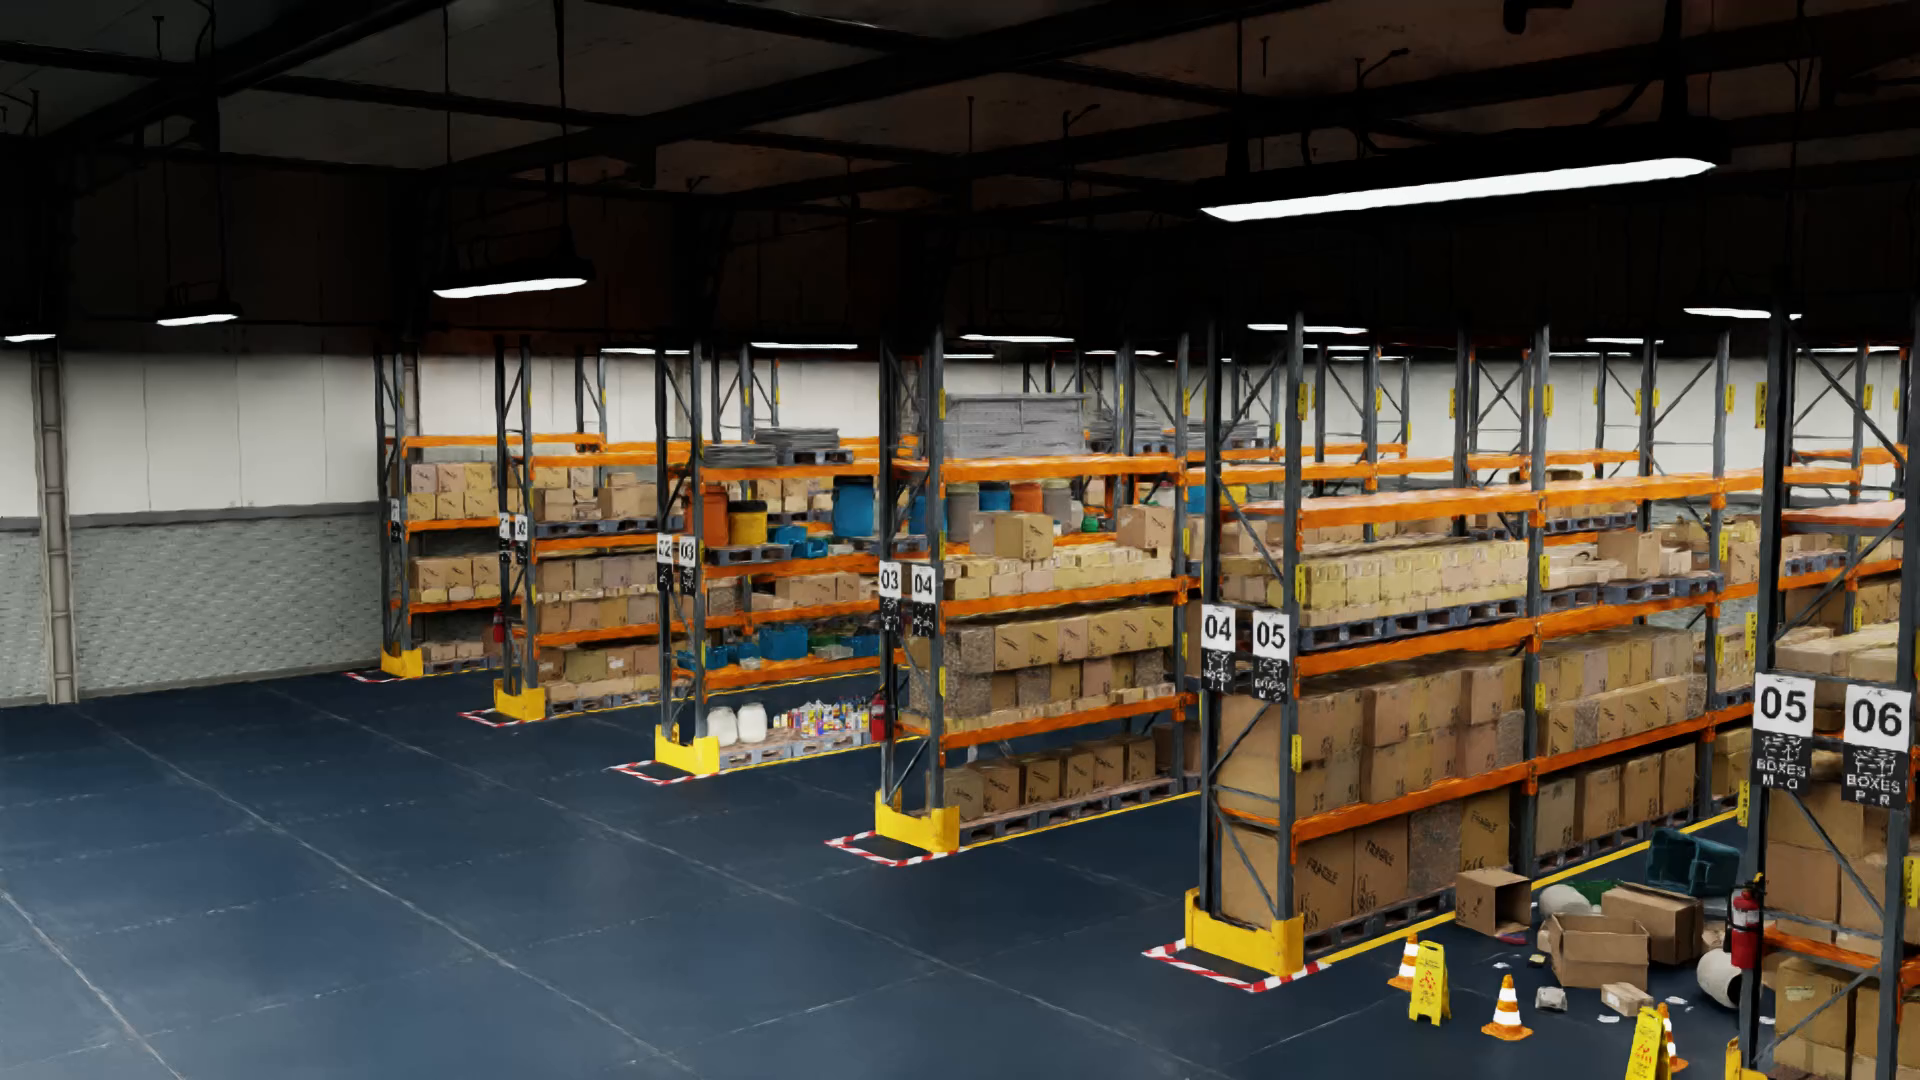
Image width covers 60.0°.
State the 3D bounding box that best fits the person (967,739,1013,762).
[{"bbox_3d":[0.366,2.330,22.171,0.988,1.625,0.502,-5,7,-41],"label":"person"}]
